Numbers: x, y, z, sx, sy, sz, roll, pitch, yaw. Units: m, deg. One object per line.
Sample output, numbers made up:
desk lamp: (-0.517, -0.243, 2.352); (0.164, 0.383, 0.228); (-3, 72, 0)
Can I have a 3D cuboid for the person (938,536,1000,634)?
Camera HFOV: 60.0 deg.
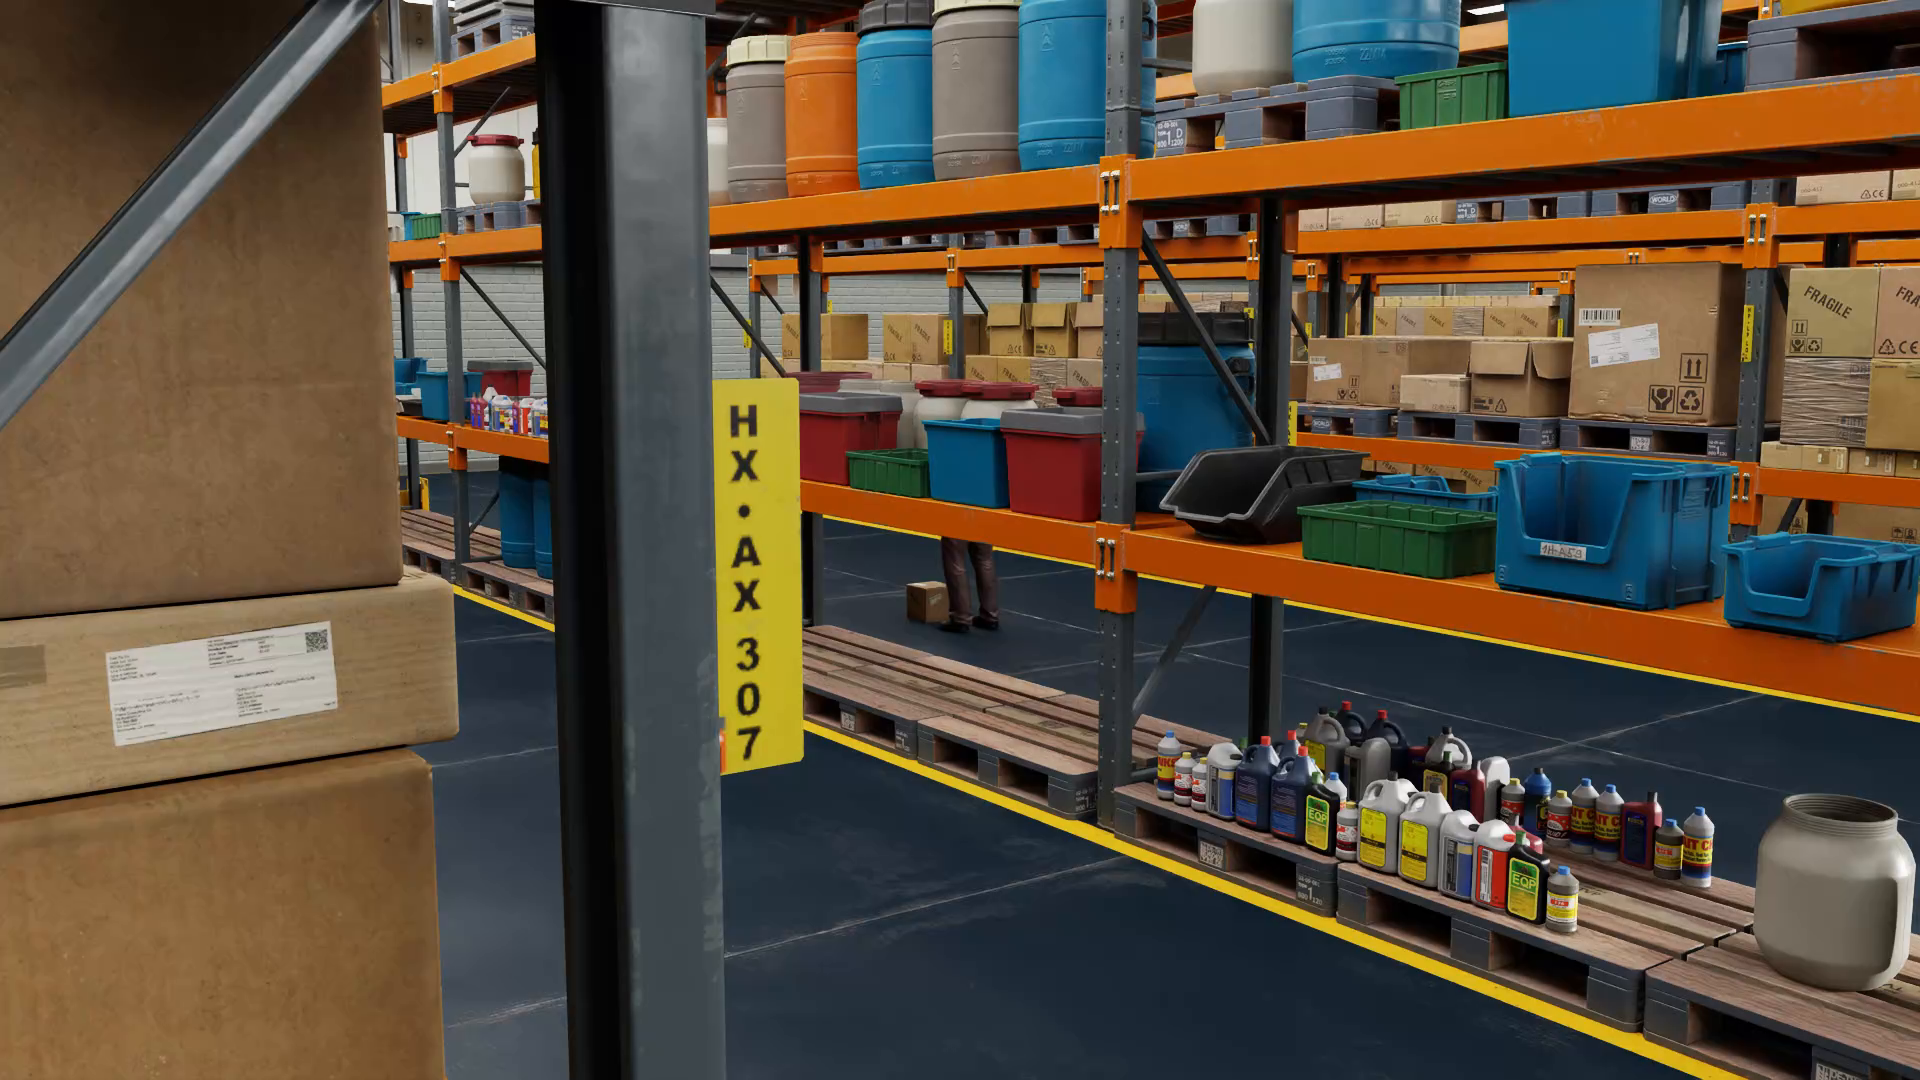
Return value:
person: (0.050, -0.223, 11.566); (0.533, 1.715, 0.360); (-5, 9, -35)
